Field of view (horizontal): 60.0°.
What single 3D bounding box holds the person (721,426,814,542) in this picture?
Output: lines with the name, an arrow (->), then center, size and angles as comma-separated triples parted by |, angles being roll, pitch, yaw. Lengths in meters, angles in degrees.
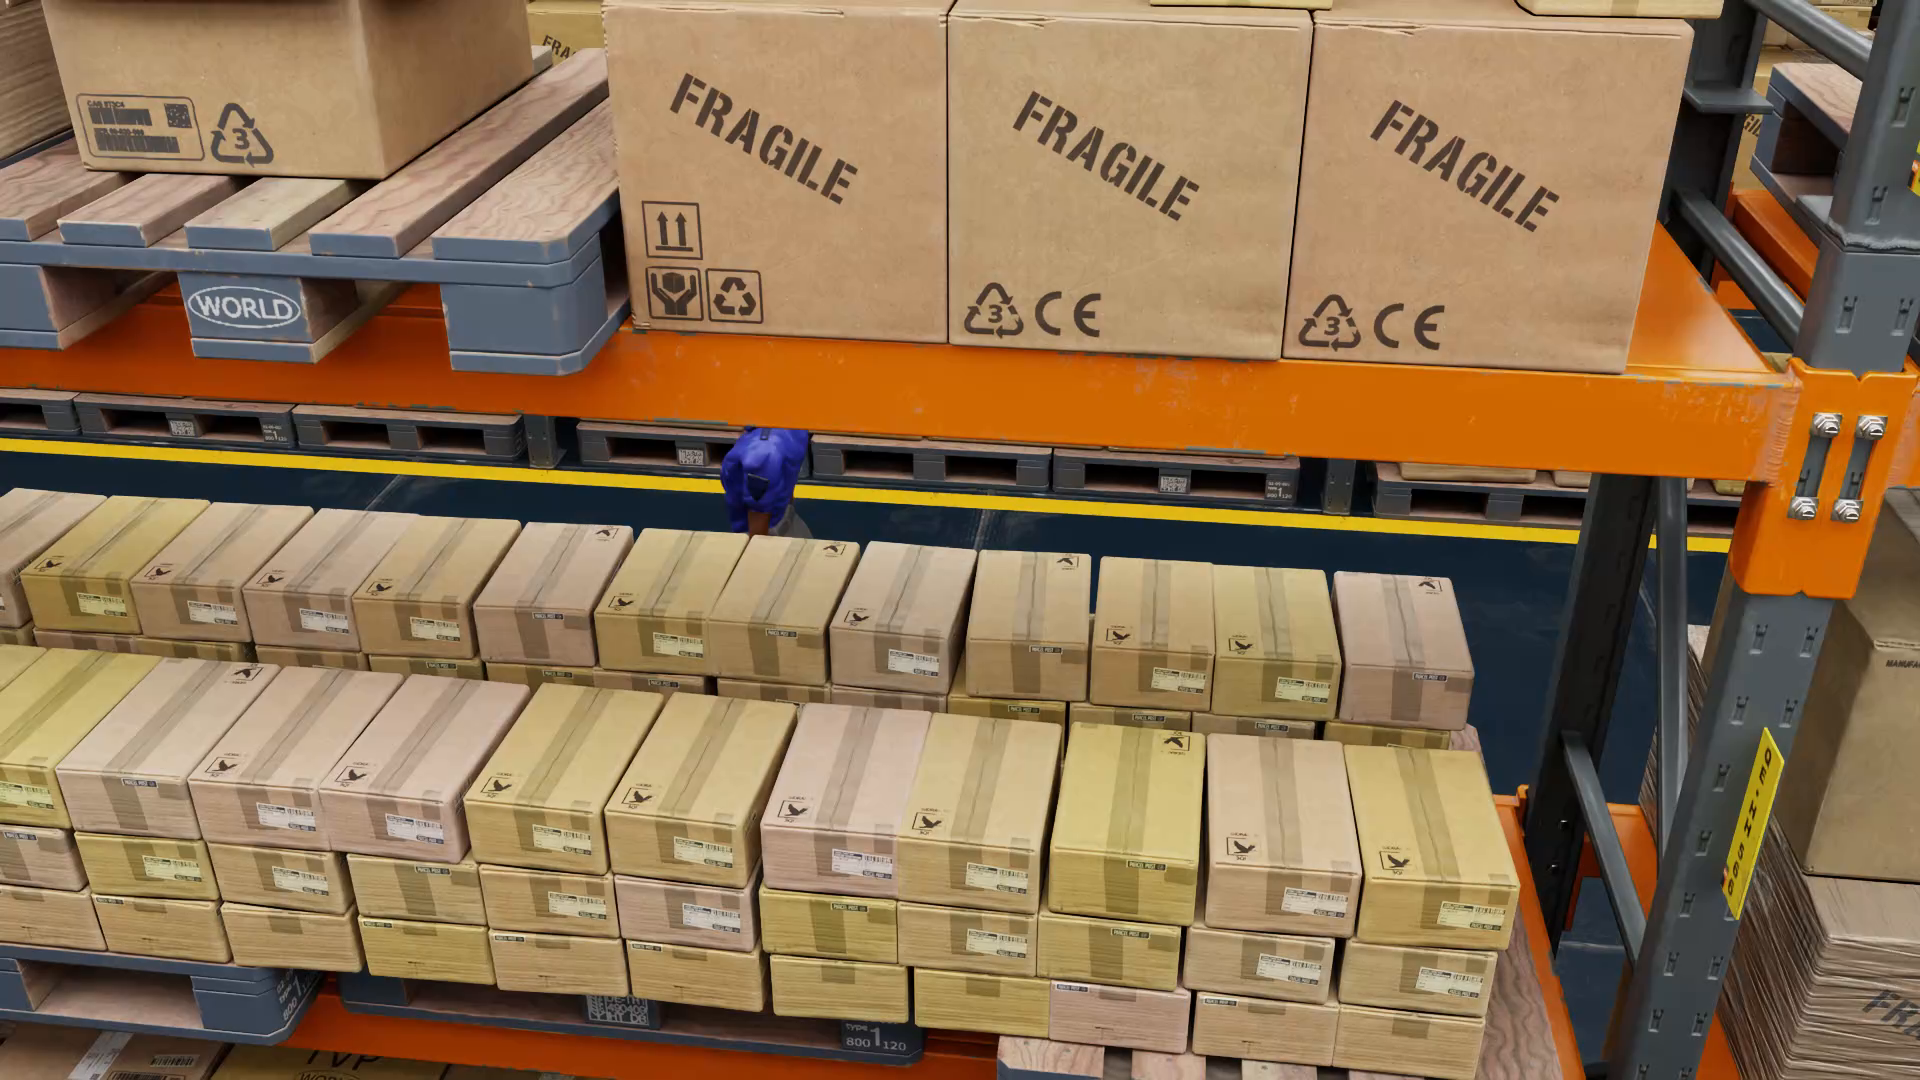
person -> -0.685, 0.086, 5.999 | 0.309, 1.677, 0.436 | 4, 29, 7
